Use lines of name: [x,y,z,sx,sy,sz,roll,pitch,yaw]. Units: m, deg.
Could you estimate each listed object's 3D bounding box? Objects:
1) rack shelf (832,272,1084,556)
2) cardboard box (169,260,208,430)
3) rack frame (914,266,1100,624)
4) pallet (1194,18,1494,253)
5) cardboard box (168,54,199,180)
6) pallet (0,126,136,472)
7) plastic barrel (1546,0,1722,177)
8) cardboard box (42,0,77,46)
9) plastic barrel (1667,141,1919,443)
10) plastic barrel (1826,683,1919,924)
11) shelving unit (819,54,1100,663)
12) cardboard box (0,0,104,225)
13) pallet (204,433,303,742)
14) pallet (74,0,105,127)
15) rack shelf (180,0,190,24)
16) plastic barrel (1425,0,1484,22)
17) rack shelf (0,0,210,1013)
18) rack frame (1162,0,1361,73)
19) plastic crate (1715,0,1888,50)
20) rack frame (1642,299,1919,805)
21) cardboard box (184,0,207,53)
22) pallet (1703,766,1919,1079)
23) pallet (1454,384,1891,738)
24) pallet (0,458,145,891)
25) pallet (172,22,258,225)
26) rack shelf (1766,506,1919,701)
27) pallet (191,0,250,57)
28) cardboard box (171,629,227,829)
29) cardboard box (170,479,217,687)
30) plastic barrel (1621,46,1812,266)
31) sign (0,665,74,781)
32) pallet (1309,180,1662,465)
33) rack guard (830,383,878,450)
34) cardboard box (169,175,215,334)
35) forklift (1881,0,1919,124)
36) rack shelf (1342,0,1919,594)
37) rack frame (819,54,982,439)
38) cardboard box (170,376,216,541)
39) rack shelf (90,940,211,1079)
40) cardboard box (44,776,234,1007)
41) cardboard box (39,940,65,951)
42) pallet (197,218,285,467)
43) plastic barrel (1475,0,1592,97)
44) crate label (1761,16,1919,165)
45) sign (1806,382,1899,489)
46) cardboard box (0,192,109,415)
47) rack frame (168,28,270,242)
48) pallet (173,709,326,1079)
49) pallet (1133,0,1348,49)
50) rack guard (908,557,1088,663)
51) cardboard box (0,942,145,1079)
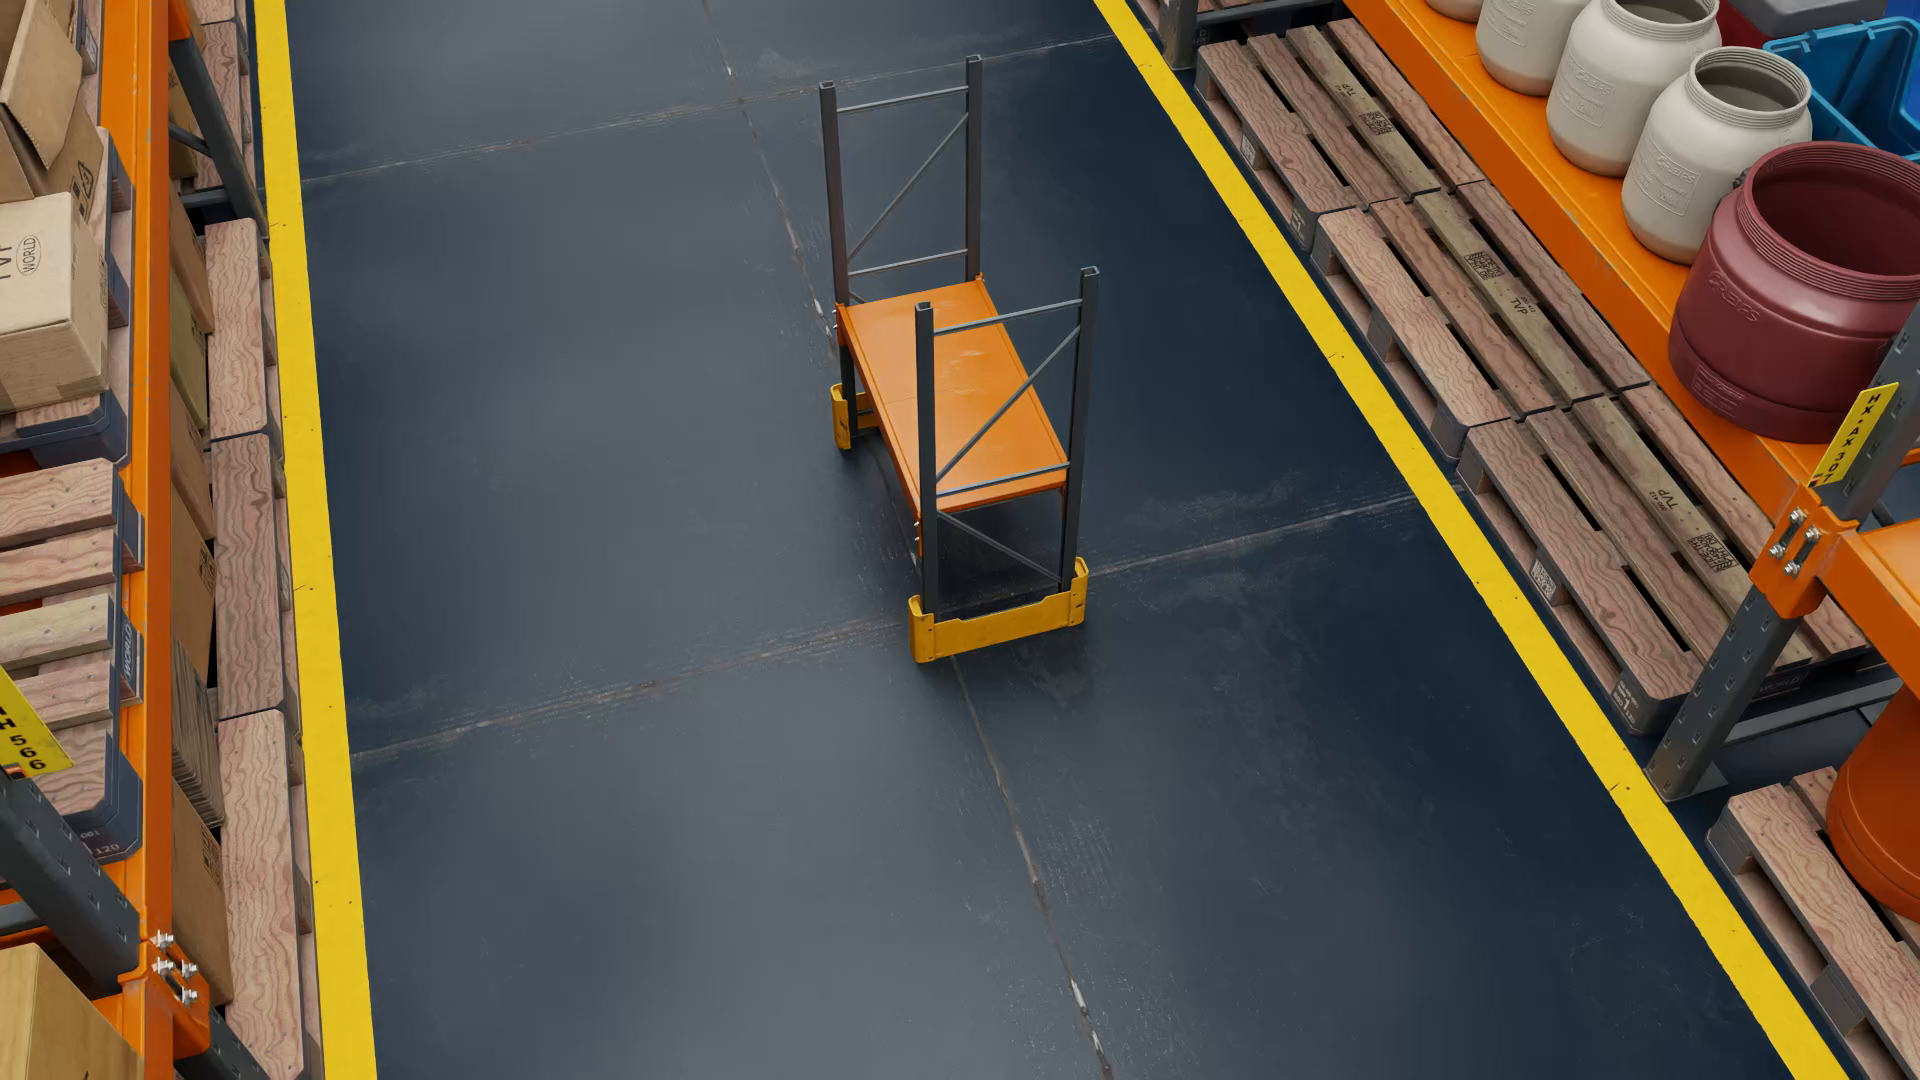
rack shelf: [-0.025,-0.430,5.367,0.538,0.185,1.000,-13,51,-11]
cardboard box: [-3.025,-0.649,5.683,0.700,0.500,0.500,-14,51,-11]
rack frame: [0.125,-0.174,4.916,0.500,1.500,0.032,-13,51,-11]
pallet: [1.692,-1.776,7.109,1.003,0.211,1.213,-13,51,-11]
cardboard box: [-3.389,-1.750,6.624,0.500,0.500,0.500,-15,51,-12]
pallet: [-2.750,-0.573,4.396,1.003,0.211,1.213,-13,51,-11]
plastic barrel: [1.973,-1.364,4.865,0.421,0.512,0.421,0,50,0]
cardboard box: [-3.208,-1.836,4.669,1.000,1.000,1.000,-13,51,-11]
plastic barrel: [2.179,-0.632,4.232,0.600,0.536,0.708,-13,51,-11]
plastic barrel: [2.766,0.600,4.427,0.600,0.830,0.708,-13,51,-11]
shelving unit: [-0.023,-0.539,5.224,0.587,1.500,1.083,-13,51,-11]
cardboard box: [-2.708,-1.043,4.325,0.797,0.503,0.637,-9,50,-7]
pallet: [-2.713,0.240,5.409,1.003,0.211,1.213,-13,51,-11]
pallet: [-3.222,-1.466,5.150,1.003,0.211,1.213,-13,51,-11]
rack shelf: [-3.900,-3.348,7.081,1.077,0.370,4.000,-13,51,-11]
plastic barrel: [1.713,-1.999,5.384,0.433,0.535,0.433,0,50,0]
rack shelf: [-2.717,-0.427,4.618,1.077,0.370,4.000,-13,51,-11]
rack frame: [1.423,-3.239,6.519,1.000,3.000,0.127,-13,51,-11]
plastic crate: [2.420,-1.588,5.085,0.402,0.464,0.583,-13,51,-11]
rack frame: [2.605,-0.318,4.056,1.000,3.000,0.127,-13,51,-11]
cardboard box: [-3.566,-2.167,6.975,0.500,0.500,0.500,1,50,1]
pallet: [2.878,1.147,4.645,1.003,0.211,1.213,-13,51,-11]
pallet: [2.413,0.007,5.606,1.003,0.211,1.213,-13,51,-11]
pallet: [-2.438,0.368,3.604,1.213,0.211,1.003,-13,51,-11]
pallet: [-3.541,-1.703,7.048,1.003,0.211,1.213,-13,51,-11]
rack shelf: [3.197,1.375,3.100,1.077,0.370,4.000,-13,51,-11]
pallet: [-3.906,-2.596,7.800,1.003,0.211,1.213,-13,51,-11]
cardboard box: [-2.519,0.579,4.647,0.700,0.500,0.500,-17,52,-14]
cardboard box: [-2.694,0.167,4.995,0.700,0.500,0.500,-9,51,-8]
plastic barrel: [2.097,-1.057,4.606,0.421,0.512,0.421,0,50,0]
sign: [-1.597,0.301,2.777,0.100,0.325,0.005,-13,51,-11]
pallet: [2.056,-0.883,6.356,1.003,0.211,1.213,-13,51,-11]
rack guard: [-0.170,-0.500,6.008,0.587,0.250,0.087,-13,51,-11]
cardboard box: [-3.148,-1.002,5.980,0.700,0.500,0.500,-17,52,-14]
forklift: [5.085,-2.570,5.999,3.031,2.935,1.130,3,50,2]
rack shelf: [2.014,-1.547,5.562,1.077,0.370,4.000,-13,51,-11]
rack frame: [-0.176,-0.917,5.542,0.500,1.500,0.032,-13,51,-11]
cardboard box: [-2.859,-0.241,5.338,0.700,0.500,0.500,-17,52,-14]
rack shelf: [-1.535,2.495,2.155,1.077,0.370,4.000,-13,51,-11]
cardboard box: [-2.343,0.981,4.308,0.700,0.500,0.500,-16,52,-13]
cardboard box: [-2.353,0.742,4.019,0.500,0.250,0.500,-11,51,-9]
pallet: [-3.077,-0.652,6.162,1.003,0.211,1.213,-13,51,-11]
plastic barrel: [1.841,-1.683,5.118,0.433,0.535,0.433,0,50,0]
crate label: [2.570,-1.116,4.706,0.502,0.435,0.616,-13,51,-11]
sign: [2.082,-0.241,3.884,0.100,0.325,0.005,-13,51,-11]
cardboard box: [-2.402,-0.561,4.084,0.500,0.250,0.500,-15,51,-12]
rack frame: [-3.309,-2.119,5.575,1.000,3.000,0.127,-13,51,-11]
pallet: [-2.356,1.130,4.659,1.003,0.211,1.213,-13,51,-11]
pallet: [1.264,-2.840,8.006,1.003,0.211,1.213,-13,51,-11]
rack guard: [0.125,0.227,5.395,0.587,0.250,0.087,-13,51,-11]
cardboard box: [-1.743,1.074,2.817,0.500,0.500,0.500,-12,51,-10]
